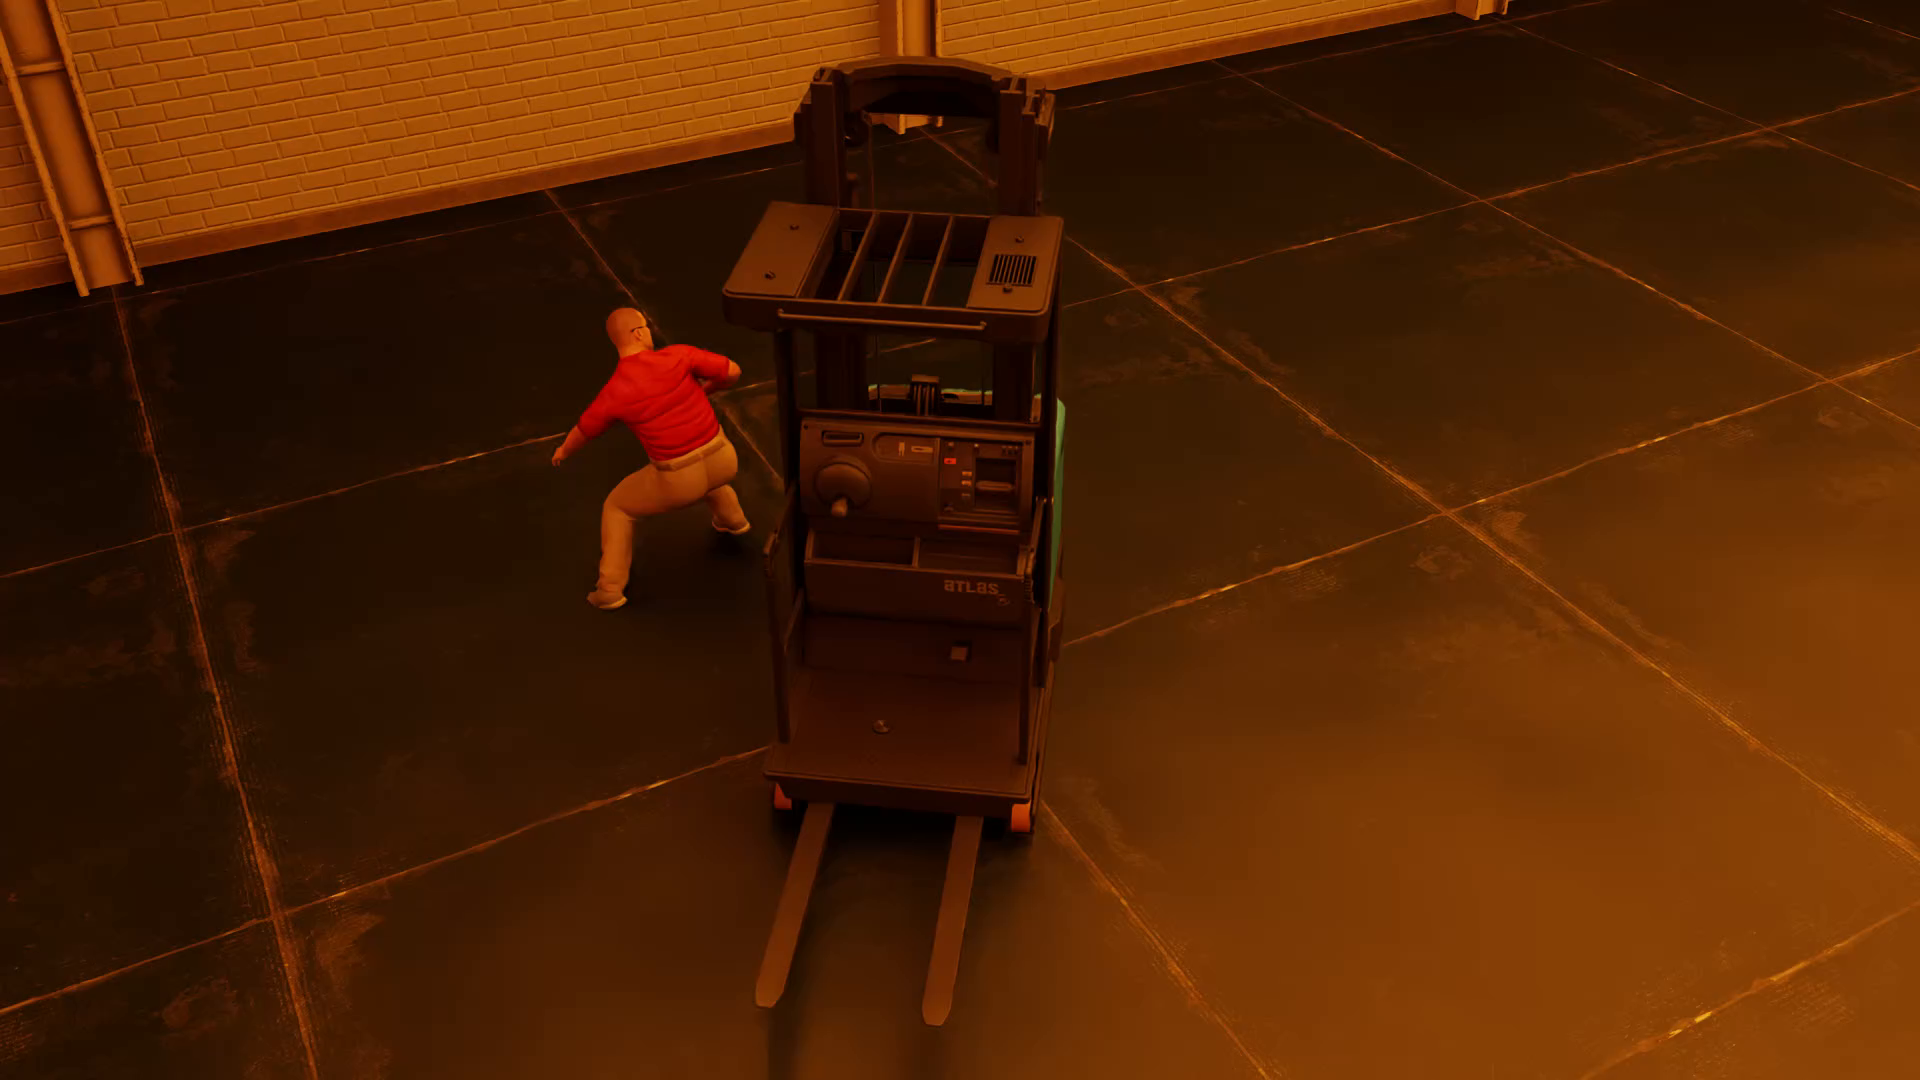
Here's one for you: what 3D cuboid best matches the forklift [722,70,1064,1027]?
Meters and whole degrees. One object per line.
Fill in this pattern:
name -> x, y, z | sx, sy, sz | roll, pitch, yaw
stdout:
forklift -> -0.203, -0.125, 6.355 | 1.101, 2.867, 2.884 | 4, 35, 6
